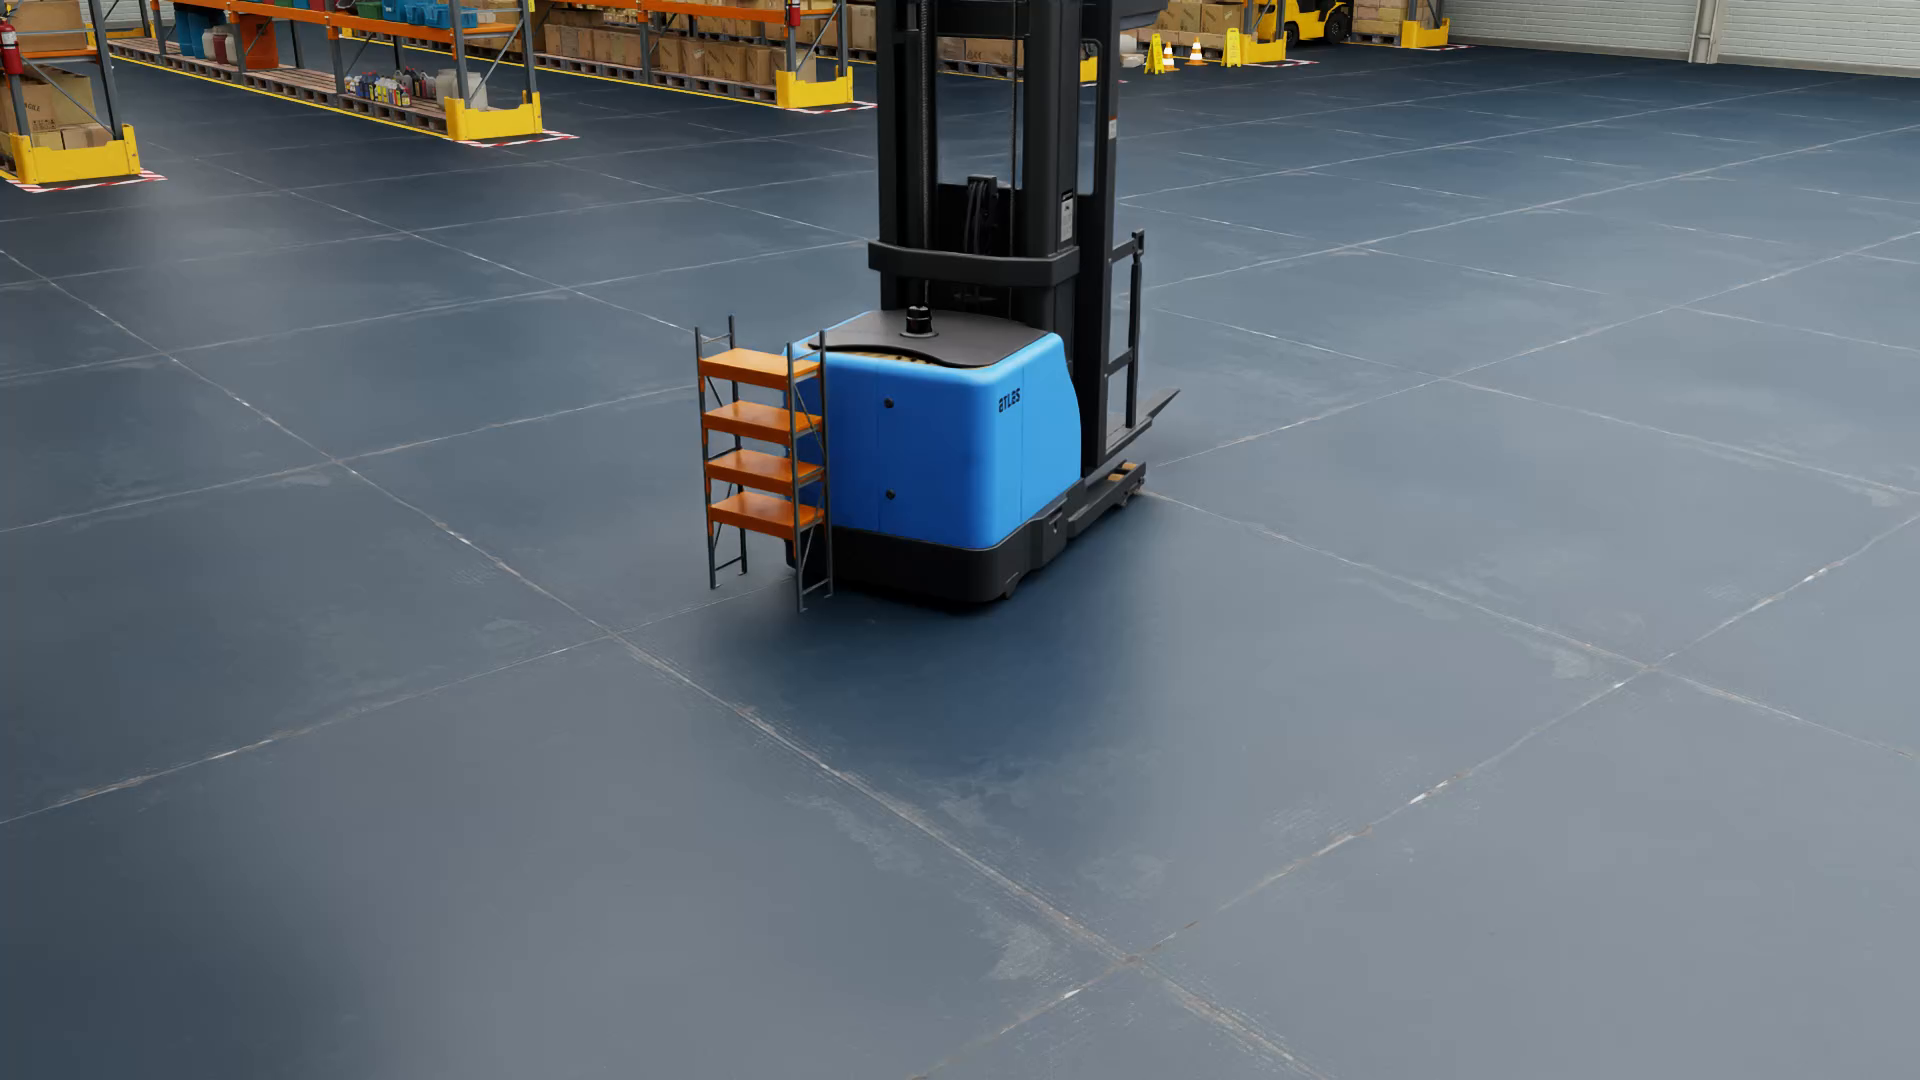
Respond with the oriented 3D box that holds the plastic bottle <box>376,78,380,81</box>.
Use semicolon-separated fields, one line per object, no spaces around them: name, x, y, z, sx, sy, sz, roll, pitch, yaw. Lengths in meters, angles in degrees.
plastic bottle;-8.010;-6.227;22.907;0.097;0.271;0.097;0;21;0

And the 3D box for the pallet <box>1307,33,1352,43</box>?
pallet;7.897;-10.481;34.454;1.003;0.211;1.213;-17;27;-37

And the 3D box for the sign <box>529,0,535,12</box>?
sign;-5.378;-6.779;20.799;0.100;0.325;0.005;-17;27;-37

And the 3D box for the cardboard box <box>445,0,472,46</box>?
cardboard box;-8.862;-9.802;31.236;1.225;0.875;0.875;-19;28;-39

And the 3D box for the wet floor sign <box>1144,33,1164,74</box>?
wet floor sign;3.297;-8.219;28.085;0.232;0.644;0.267;17;27;36

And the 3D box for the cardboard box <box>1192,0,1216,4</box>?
cardboard box;4.451;-9.870;30.347;0.380;0.149;0.250;-16;27;-36

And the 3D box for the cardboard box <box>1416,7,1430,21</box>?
cardboard box;9.070;-10.569;33.363;0.500;0.250;0.500;-17;27;-36

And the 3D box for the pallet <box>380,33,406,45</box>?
pallet;-11.116;-10.282;33.947;1.003;0.211;1.213;-17;27;-37

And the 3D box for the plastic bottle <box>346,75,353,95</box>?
plastic bottle;-8.533;-6.368;23.266;0.097;0.271;0.097;0;21;0

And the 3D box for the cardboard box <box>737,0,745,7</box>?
cardboard box;-3.036;-7.890;24.359;0.380;0.149;0.250;-17;27;-37

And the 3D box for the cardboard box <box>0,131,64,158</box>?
cardboard box;-10.127;-4.335;18.134;0.500;0.250;0.500;-17;27;-37

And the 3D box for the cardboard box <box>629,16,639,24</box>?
cardboard box;-6.897;-11.212;35.831;0.380;0.149;0.250;-19;28;-39

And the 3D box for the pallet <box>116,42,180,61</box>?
pallet;-14.941;-9.069;30.848;1.003;0.211;1.213;-17;27;-37

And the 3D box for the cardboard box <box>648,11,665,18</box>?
cardboard box;-6.502;-11.186;35.355;0.380;0.149;0.250;-17;27;-36

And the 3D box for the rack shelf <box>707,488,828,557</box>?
rack shelf;-0.837;-0.079;7.268;0.480;0.148;0.258;13;25;30

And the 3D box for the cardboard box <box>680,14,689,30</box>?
cardboard box;-5.427;-10.786;34.262;0.500;0.500;0.500;-16;26;-35

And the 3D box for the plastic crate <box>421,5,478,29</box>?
plastic crate;-6.351;-6.518;20.717;0.499;0.251;0.616;-17;27;-37

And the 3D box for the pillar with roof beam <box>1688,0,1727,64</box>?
pillar with roof beam;10.103;-11.759;25.668;9.100;9.000;0.400;-17;27;-37

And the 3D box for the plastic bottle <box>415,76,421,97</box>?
plastic bottle;-7.495;-6.283;23.033;0.061;0.283;0.133;-17;27;-37

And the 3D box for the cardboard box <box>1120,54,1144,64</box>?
cardboard box;3.076;-8.612;29.769;0.380;0.149;0.250;-4;22;-10

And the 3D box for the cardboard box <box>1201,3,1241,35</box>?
cardboard box;4.741;-9.482;30.247;0.500;0.500;0.500;-17;27;-37

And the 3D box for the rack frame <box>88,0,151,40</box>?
rack frame;-16.242;-10.941;31.805;1.000;3.000;0.127;-17;27;-37

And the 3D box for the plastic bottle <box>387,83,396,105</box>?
plastic bottle;-7.563;-5.975;22.257;0.152;0.276;0.135;-18;28;-39

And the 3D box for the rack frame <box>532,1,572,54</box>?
rack frame;-7.268;-9.910;29.172;1.000;3.000;0.127;-17;27;-37

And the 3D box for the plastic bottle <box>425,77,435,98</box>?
plastic bottle;-7.331;-6.265;22.997;0.152;0.276;0.135;-17;27;-36

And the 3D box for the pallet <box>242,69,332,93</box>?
pallet;-10.544;-7.209;26.100;1.003;0.211;1.213;-17;27;-37

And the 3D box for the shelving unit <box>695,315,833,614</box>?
shelving unit;-0.838;-0.326;7.171;0.503;1.200;0.258;13;25;30

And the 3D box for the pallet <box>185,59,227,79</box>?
pallet;-12.358;-7.977;28.061;1.003;0.211;1.213;-17;27;-37

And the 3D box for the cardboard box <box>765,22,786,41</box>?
cardboard box;-3.115;-10.021;31.965;1.050;0.750;0.750;-18;28;-38

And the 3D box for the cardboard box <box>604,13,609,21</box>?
cardboard box;-7.747;-11.566;36.734;0.380;0.149;0.250;-19;28;-40

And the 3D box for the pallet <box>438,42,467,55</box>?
pallet;-9.318;-9.521;32.004;1.003;0.211;1.213;-17;27;-37

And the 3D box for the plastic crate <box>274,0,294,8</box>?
plastic crate;-9.760;-7.941;24.436;0.450;0.188;0.662;-17;27;-37

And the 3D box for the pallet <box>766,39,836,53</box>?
pallet;-2.987;-9.528;32.022;1.003;0.211;1.213;-17;27;-37

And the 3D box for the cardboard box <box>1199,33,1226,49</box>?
cardboard box;4.715;-9.140;30.401;0.500;0.250;0.500;-18;27;-38

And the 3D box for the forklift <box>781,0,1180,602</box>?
forklift;0.308;-1.598;8.044;1.130;2.935;3.031;10;24;24

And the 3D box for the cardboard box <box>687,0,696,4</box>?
cardboard box;-3.910;-8.217;25.195;0.380;0.149;0.250;-17;27;-37

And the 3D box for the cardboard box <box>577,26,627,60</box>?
cardboard box;-6.068;-8.465;28.308;0.700;0.500;0.500;-15;26;-33

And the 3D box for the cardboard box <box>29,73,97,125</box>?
cardboard box;-10.062;-4.946;18.664;0.500;0.500;0.500;-17;27;-37

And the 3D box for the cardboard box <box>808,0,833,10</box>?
cardboard box;-2.051;-7.718;23.921;0.380;0.149;0.250;-17;27;-37

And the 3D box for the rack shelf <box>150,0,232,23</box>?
rack shelf;-12.326;-8.948;27.704;1.077;0.370;4.000;-17;27;-37

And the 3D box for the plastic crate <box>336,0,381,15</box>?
plastic crate;-8.164;-7.422;22.905;0.767;0.338;0.504;-17;27;-37

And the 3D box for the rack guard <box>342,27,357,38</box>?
rack guard;-12.505;-10.963;35.288;1.175;0.500;0.348;-17;27;-37

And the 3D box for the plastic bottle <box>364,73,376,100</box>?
plastic bottle;-8.073;-6.223;22.788;0.144;0.351;0.185;-19;28;-40

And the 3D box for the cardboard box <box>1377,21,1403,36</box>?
cardboard box;8.674;-10.211;33.136;0.500;0.250;0.500;-17;27;-37

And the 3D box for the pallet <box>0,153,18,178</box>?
pallet;-10.084;-4.245;18.533;1.003;0.211;1.213;-17;27;-37

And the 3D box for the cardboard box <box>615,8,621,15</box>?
cardboard box;-7.306;-11.565;36.322;0.380;0.149;0.250;-19;28;-40

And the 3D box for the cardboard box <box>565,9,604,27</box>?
cardboard box;-6.454;-8.978;28.589;0.500;0.250;0.500;-14;25;-32

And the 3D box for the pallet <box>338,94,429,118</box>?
pallet;-8.002;-6.132;23.350;1.003;0.211;1.213;-17;27;-37

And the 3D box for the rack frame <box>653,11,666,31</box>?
rack frame;-6.055;-12.168;34.937;1.000;3.000;0.127;-17;27;-37

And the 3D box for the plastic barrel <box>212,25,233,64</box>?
plastic barrel;-12.089;-8.247;27.656;0.600;0.588;0.708;-17;27;-37

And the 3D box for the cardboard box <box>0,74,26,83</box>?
cardboard box;-10.792;-4.957;18.693;0.500;0.500;0.500;-17;27;-37

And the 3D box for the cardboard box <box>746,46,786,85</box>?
cardboard box;-2.857;-7.065;24.760;0.500;0.500;0.500;-10;23;-24
